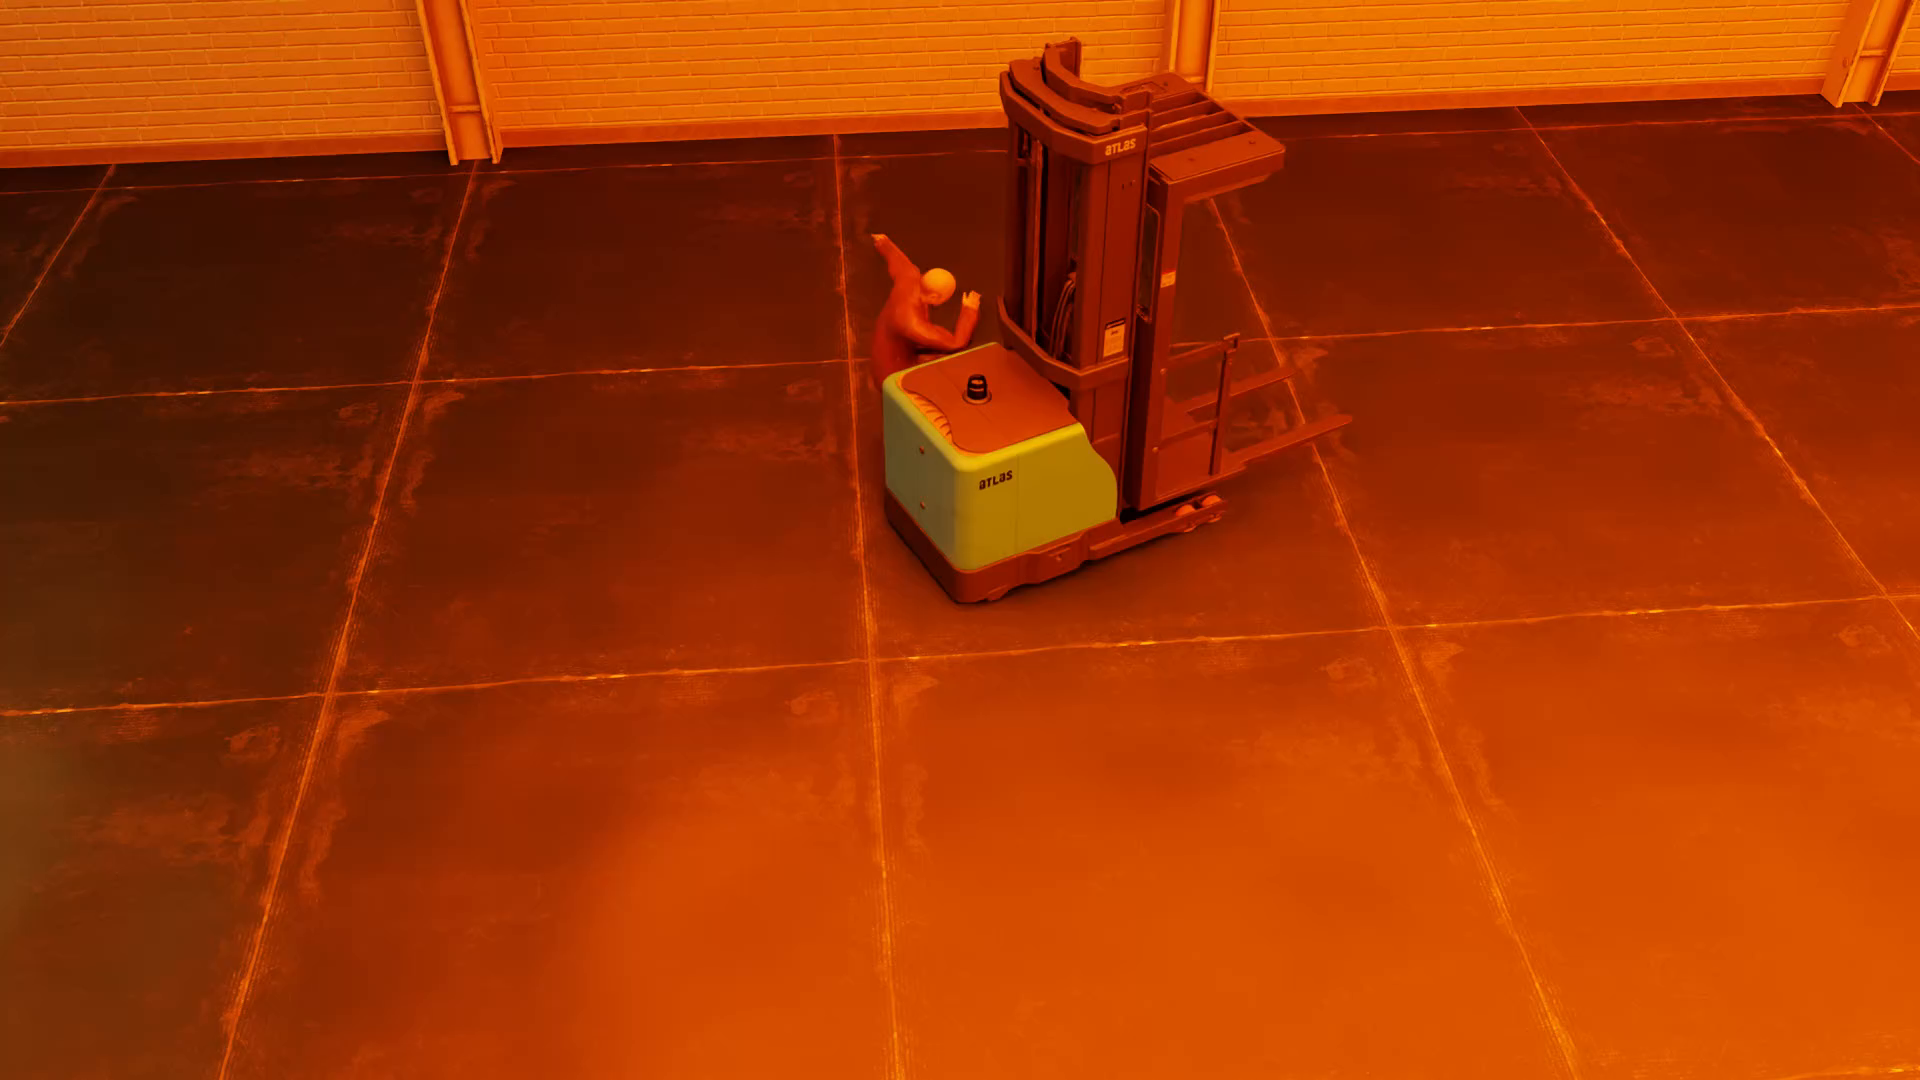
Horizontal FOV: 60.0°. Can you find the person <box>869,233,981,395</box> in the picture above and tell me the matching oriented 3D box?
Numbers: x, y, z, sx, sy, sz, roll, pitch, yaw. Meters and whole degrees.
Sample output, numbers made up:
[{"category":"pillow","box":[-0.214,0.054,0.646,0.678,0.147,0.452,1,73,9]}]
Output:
[{"category":"person","box":[-0.168,-1.195,10.537,0.887,1.442,1.357,2,41,2]}]

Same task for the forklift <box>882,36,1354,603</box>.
[{"category":"forklift","box":[1.073,-1.442,9.624,3.031,2.935,1.130,-20,44,-22]}]
